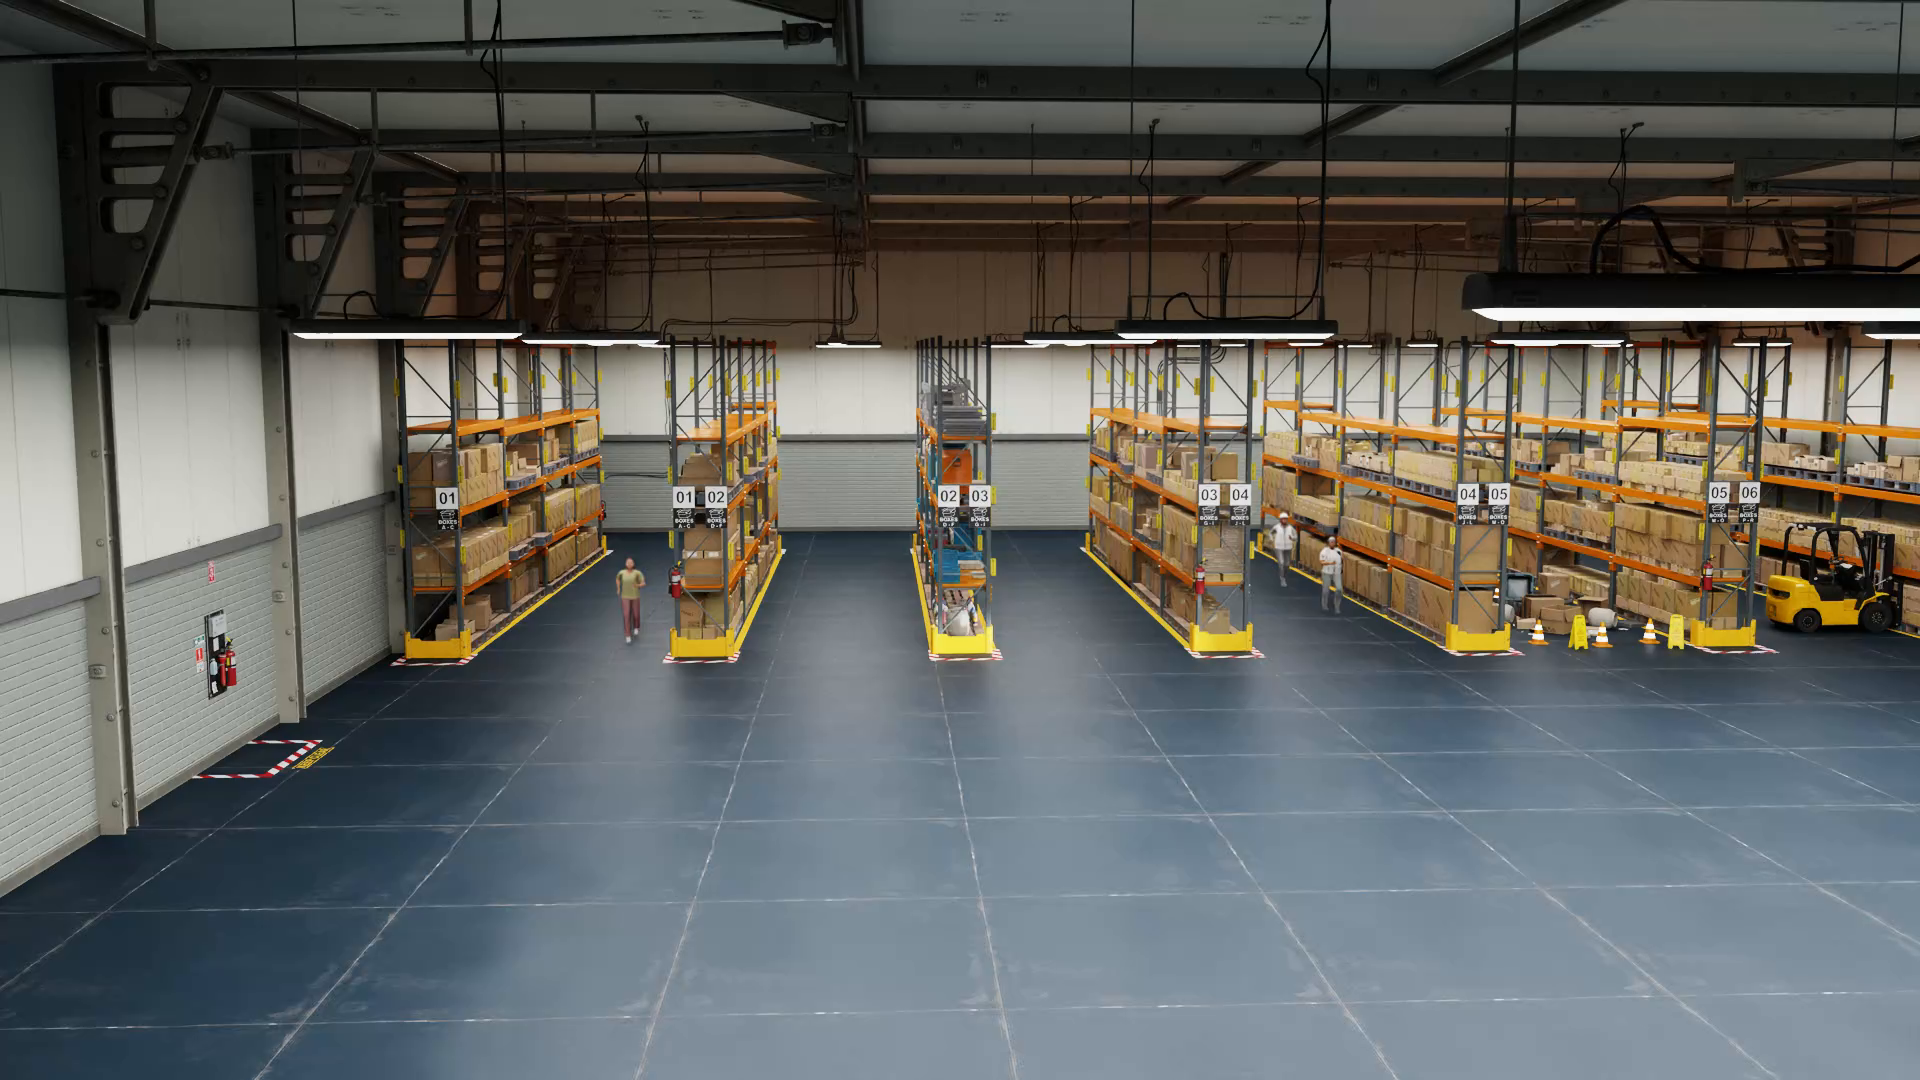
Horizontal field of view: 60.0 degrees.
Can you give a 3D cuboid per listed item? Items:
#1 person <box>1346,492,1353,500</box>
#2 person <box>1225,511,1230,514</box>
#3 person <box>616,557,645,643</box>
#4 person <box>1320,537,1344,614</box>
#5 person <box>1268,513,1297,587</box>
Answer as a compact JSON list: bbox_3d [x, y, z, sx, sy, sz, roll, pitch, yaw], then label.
[{"bbox_3d":[10.993,-0.403,47.152,0.690,1.534,0.672,-2,7,-19],"label":"person"},{"bbox_3d":[7.457,-0.539,48.295,0.797,1.576,0.616,4,8,31],"label":"person"},{"bbox_3d":[-6.501,1.153,32.839,0.580,1.642,0.964,-1,7,-8],"label":"person"},{"bbox_3d":[8.137,0.775,36.416,0.559,1.712,0.714,0,6,-2],"label":"person"},{"bbox_3d":[7.897,0.211,40.601,0.656,1.758,0.970,0,7,-4],"label":"person"}]
